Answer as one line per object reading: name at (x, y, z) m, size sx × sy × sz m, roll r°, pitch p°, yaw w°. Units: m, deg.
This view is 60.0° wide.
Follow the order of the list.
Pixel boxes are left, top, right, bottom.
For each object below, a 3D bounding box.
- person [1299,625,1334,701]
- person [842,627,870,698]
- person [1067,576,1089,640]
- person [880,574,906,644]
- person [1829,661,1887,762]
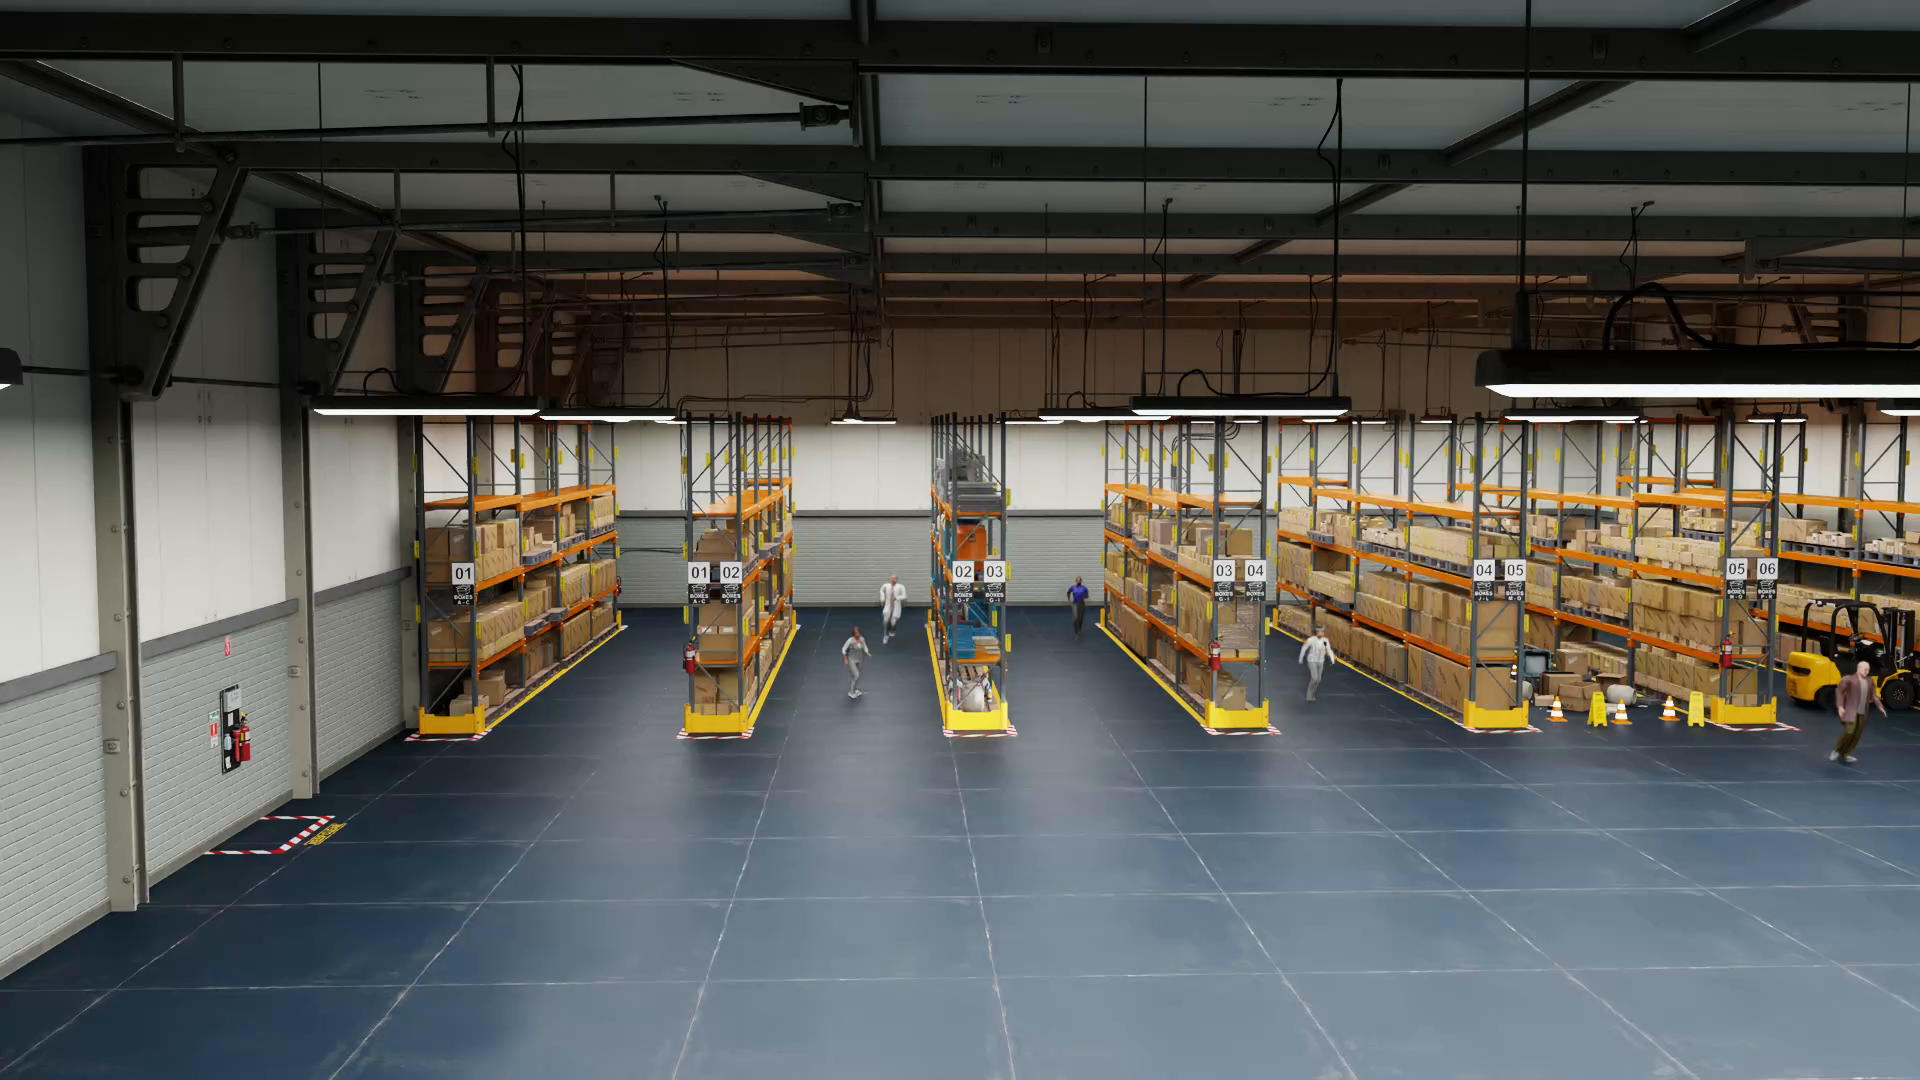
person at (7.437, 2.553, 34.468) m, size 0.569 × 1.620 × 0.762 m, roll -1°, pitch 4°, yaw -16°
person at (-2.181, 2.597, 35.169) m, size 0.786 × 1.559 × 0.563 m, roll 4°, pitch 5°, yaw 42°
person at (3.201, 1.825, 45.002) m, size 0.551 × 1.698 × 0.825 m, roll 0°, pitch 4°, yaw -7°
person at (-1.742, 1.780, 42.958) m, size 0.708 × 1.794 × 0.656 m, roll 0°, pitch 4°, yaw 6°
person at (15.187, 2.920, 28.185) m, size 0.756 × 1.733 × 0.713 m, roll -1°, pitch 4°, yaw -10°
